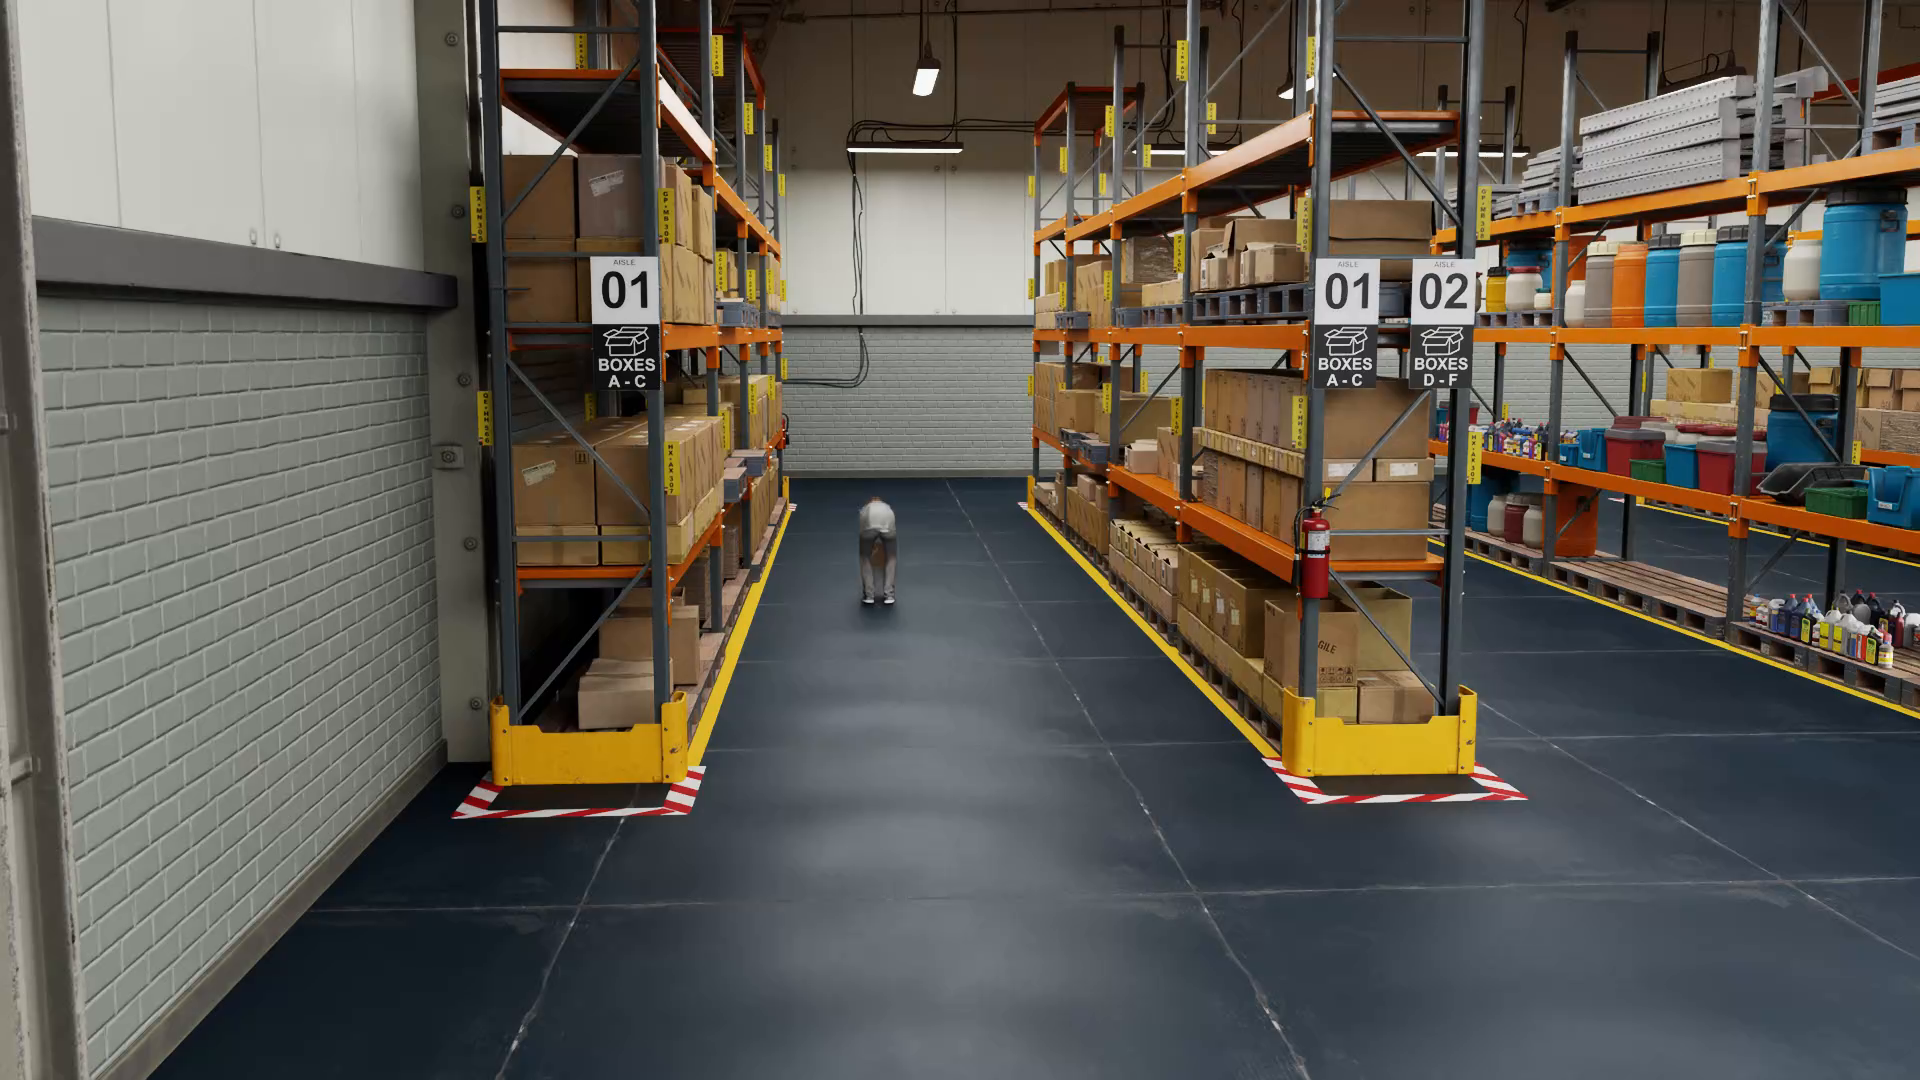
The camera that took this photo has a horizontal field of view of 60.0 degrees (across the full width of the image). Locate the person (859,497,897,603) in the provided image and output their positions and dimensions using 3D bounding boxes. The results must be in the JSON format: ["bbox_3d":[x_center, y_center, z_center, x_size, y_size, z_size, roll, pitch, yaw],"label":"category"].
[{"bbox_3d":[-0.853,0.116,17.186,0.386,1.028,0.864,-1,7,-6],"label":"person"}]
